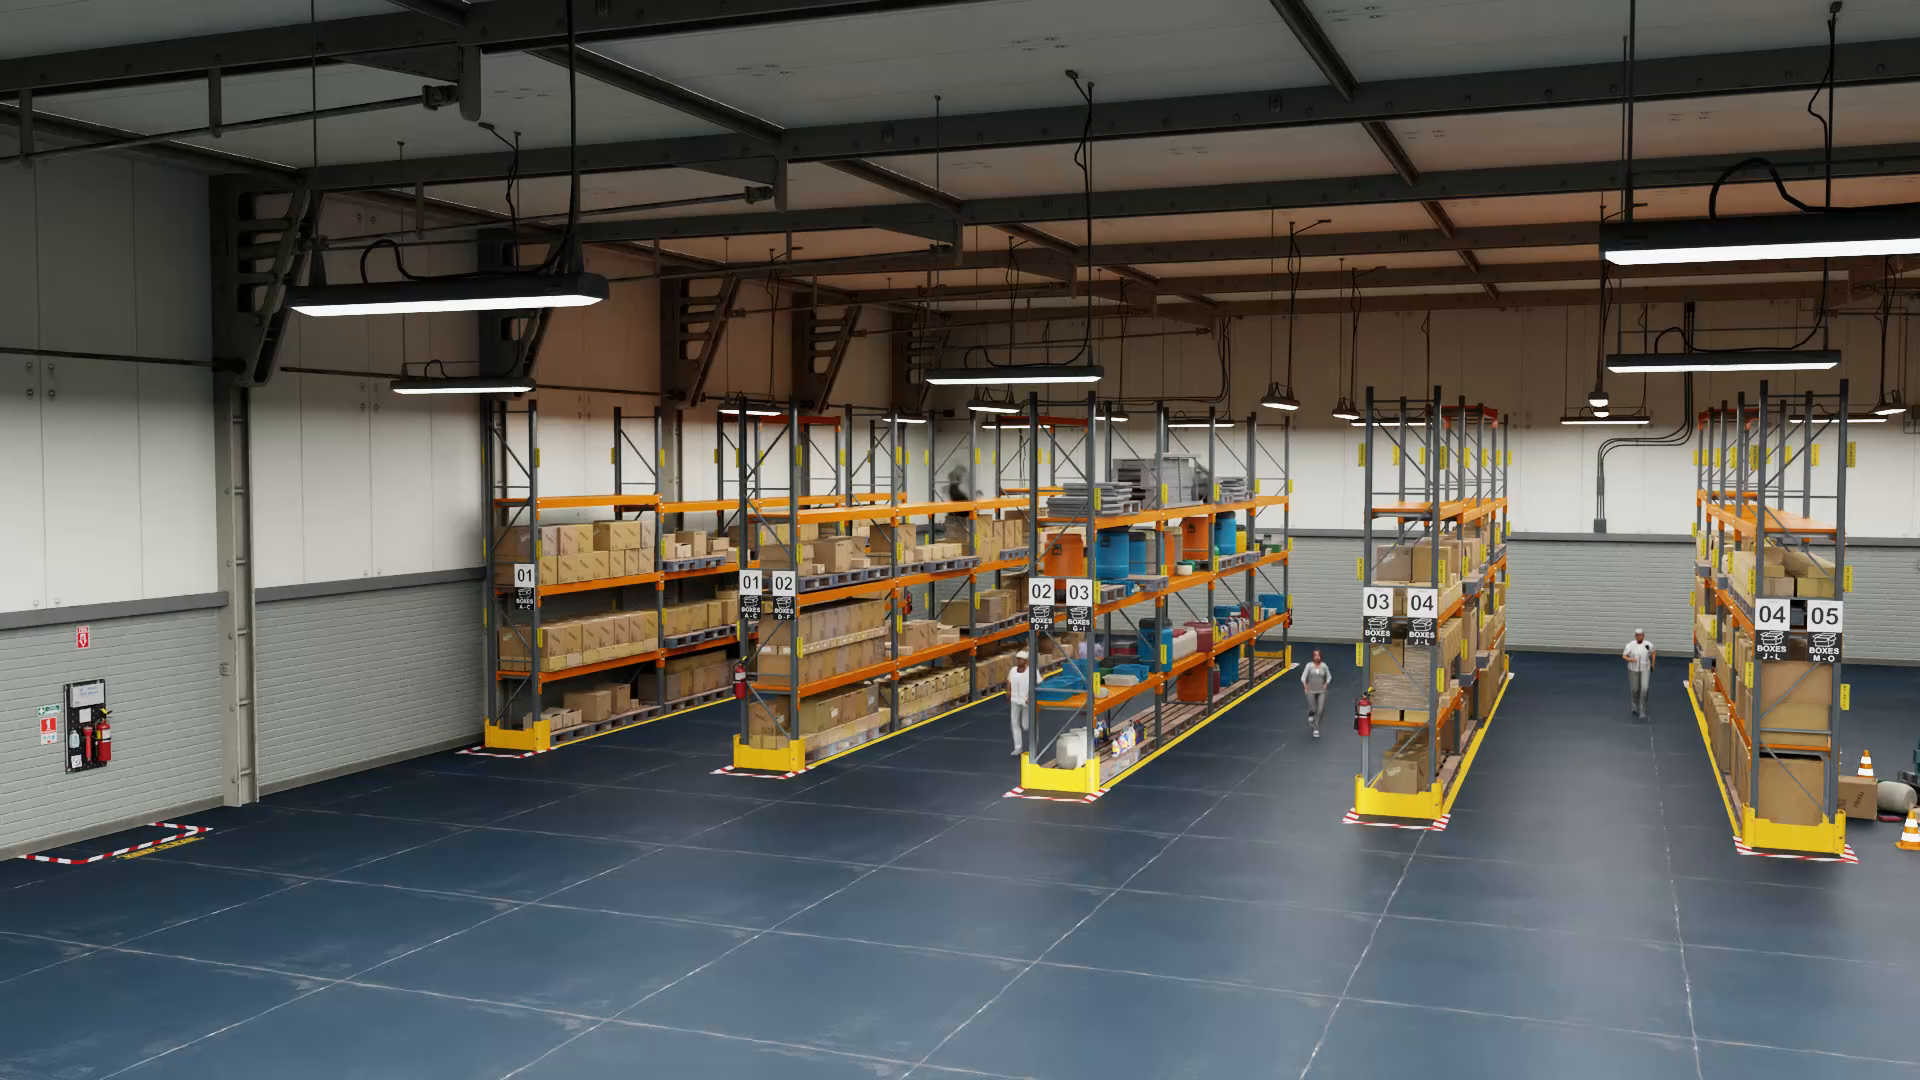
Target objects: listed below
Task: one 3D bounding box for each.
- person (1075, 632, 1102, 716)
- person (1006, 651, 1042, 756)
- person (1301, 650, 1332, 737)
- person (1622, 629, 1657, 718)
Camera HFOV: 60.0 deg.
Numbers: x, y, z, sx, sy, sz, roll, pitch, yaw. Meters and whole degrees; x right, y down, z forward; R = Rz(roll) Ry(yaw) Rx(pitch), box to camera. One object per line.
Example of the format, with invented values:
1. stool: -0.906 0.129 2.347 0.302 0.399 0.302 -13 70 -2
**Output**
1. person: 2.491 2.595 32.361 0.576 1.697 0.707 1 3 13
2. person: 1.088 2.748 28.216 0.717 1.752 0.820 1 3 25
3. person: 6.434 2.752 30.010 0.538 1.557 0.549 0 3 7
4. person: 13.219 2.582 32.370 0.609 1.716 0.835 1 3 24
